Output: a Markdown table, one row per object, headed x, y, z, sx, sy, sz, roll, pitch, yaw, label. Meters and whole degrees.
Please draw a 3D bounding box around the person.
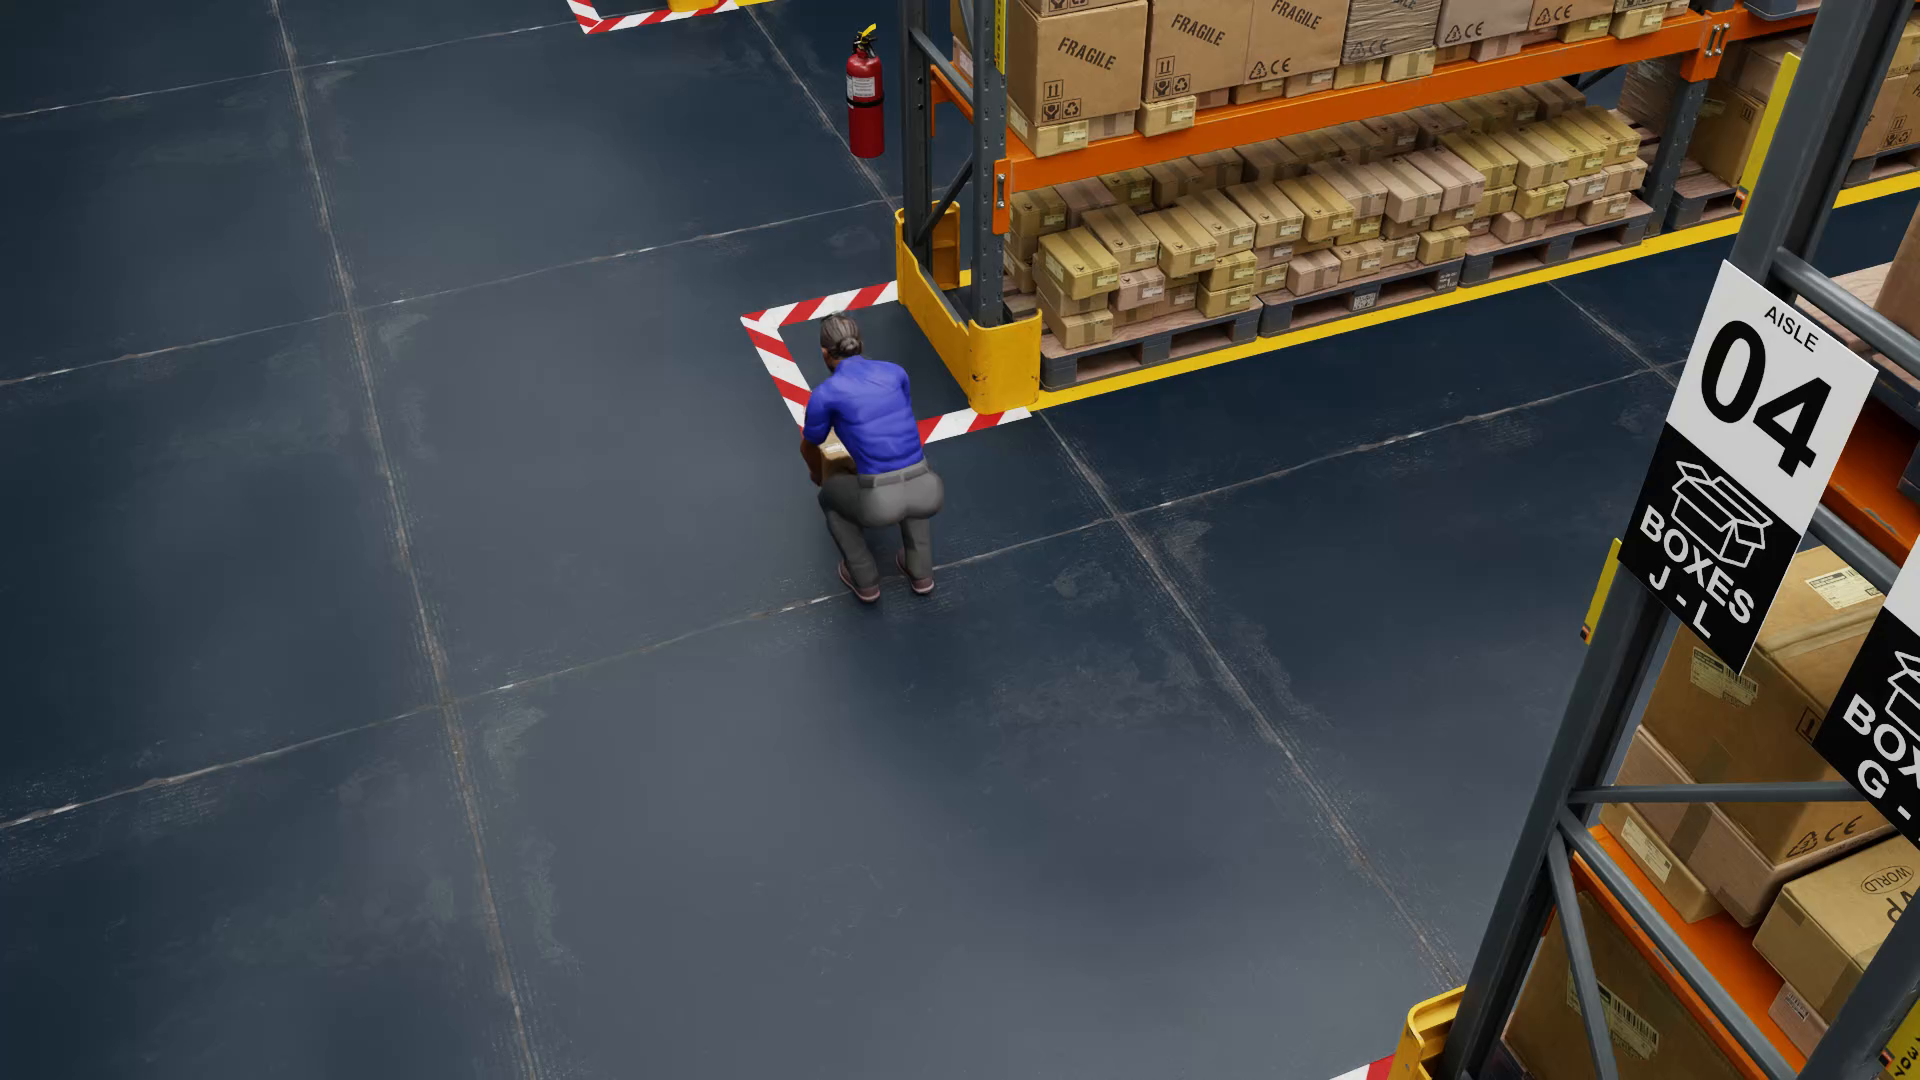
| x | y | z | sx | sy | sz | roll | pitch | yaw | label |
| --- | --- | --- | --- | --- | --- | --- | --- | --- | --- |
| -0.368 | -0.282 | 6.848 | 0.501 | 1.168 | 0.726 | -15 | 44 | -16 | person |
